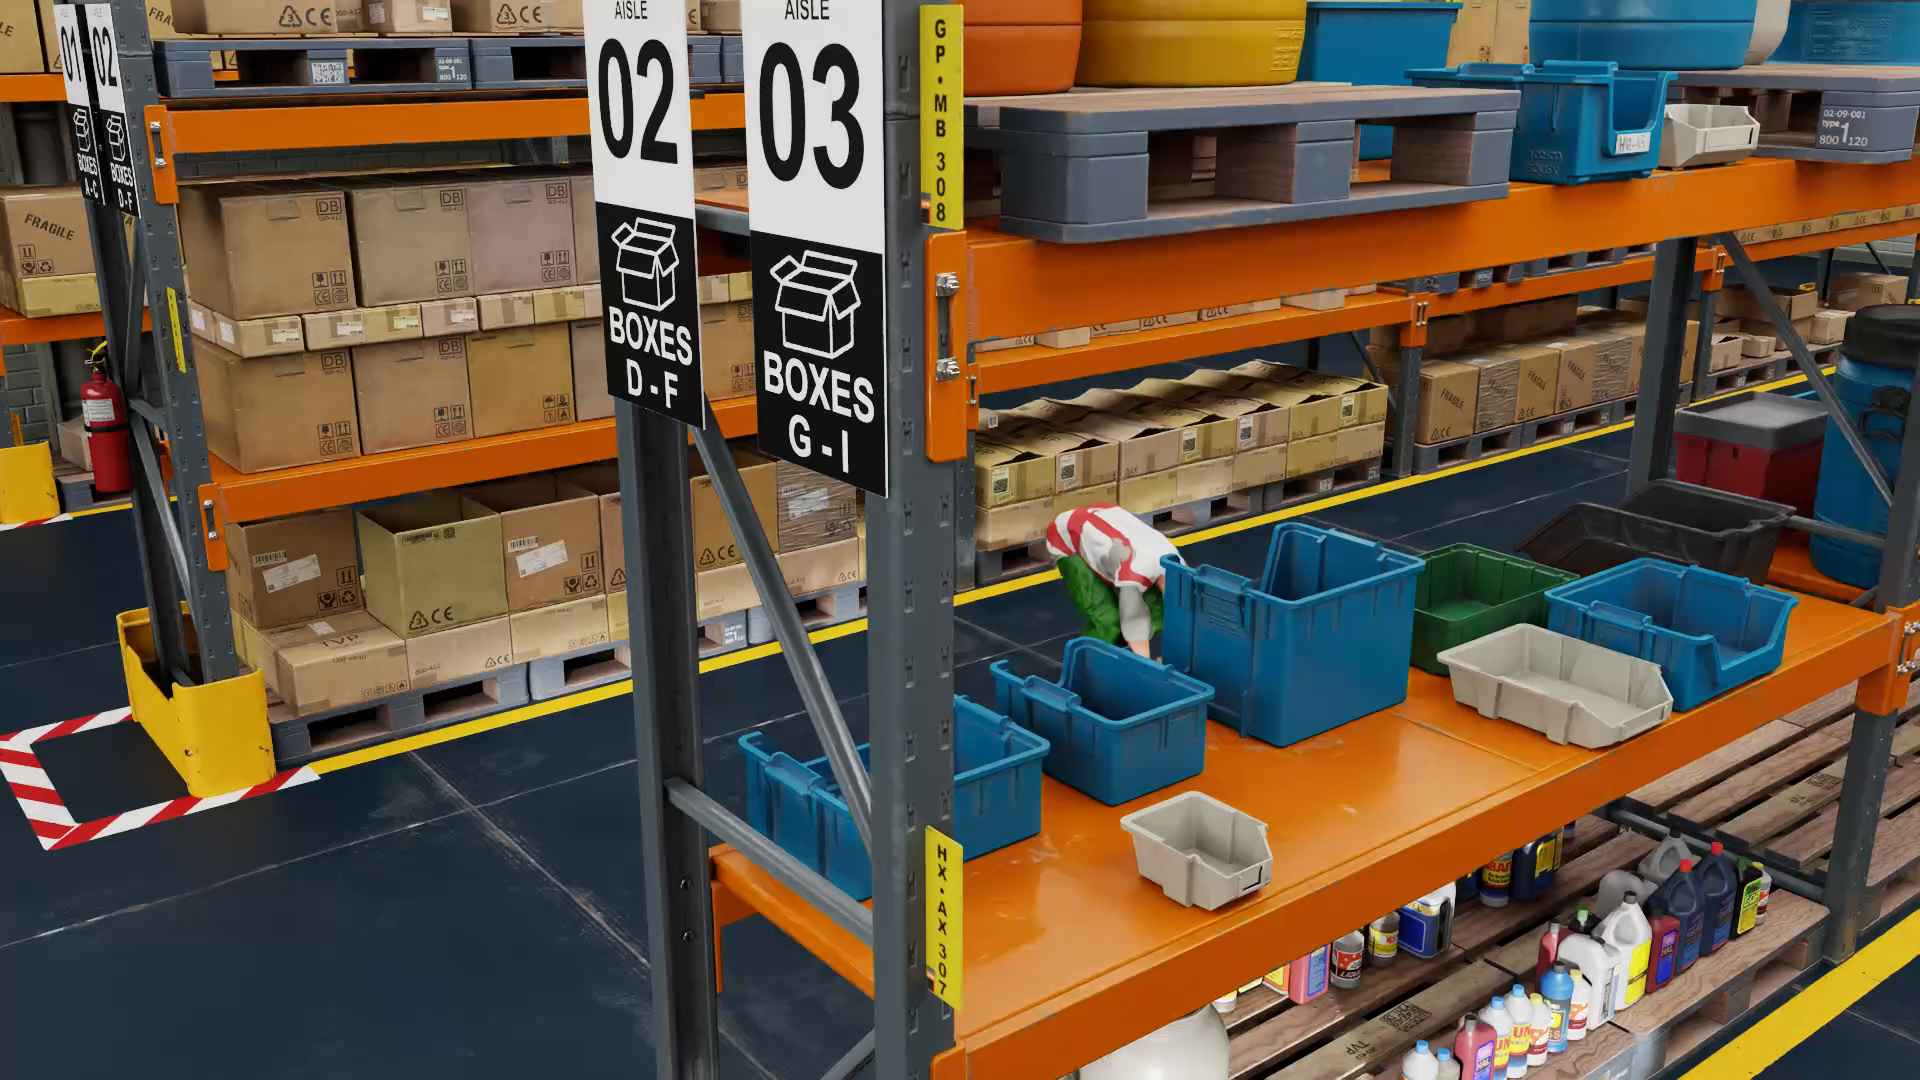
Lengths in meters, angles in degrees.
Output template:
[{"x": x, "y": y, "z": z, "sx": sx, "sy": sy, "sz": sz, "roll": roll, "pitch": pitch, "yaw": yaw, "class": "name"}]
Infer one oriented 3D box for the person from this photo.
[{"x": 0.828, "y": 0.327, "z": 7.942, "sx": 0.536, "sy": 0.923, "sz": 0.953, "roll": -15, "pitch": 23, "yaw": -39, "class": "person"}]
